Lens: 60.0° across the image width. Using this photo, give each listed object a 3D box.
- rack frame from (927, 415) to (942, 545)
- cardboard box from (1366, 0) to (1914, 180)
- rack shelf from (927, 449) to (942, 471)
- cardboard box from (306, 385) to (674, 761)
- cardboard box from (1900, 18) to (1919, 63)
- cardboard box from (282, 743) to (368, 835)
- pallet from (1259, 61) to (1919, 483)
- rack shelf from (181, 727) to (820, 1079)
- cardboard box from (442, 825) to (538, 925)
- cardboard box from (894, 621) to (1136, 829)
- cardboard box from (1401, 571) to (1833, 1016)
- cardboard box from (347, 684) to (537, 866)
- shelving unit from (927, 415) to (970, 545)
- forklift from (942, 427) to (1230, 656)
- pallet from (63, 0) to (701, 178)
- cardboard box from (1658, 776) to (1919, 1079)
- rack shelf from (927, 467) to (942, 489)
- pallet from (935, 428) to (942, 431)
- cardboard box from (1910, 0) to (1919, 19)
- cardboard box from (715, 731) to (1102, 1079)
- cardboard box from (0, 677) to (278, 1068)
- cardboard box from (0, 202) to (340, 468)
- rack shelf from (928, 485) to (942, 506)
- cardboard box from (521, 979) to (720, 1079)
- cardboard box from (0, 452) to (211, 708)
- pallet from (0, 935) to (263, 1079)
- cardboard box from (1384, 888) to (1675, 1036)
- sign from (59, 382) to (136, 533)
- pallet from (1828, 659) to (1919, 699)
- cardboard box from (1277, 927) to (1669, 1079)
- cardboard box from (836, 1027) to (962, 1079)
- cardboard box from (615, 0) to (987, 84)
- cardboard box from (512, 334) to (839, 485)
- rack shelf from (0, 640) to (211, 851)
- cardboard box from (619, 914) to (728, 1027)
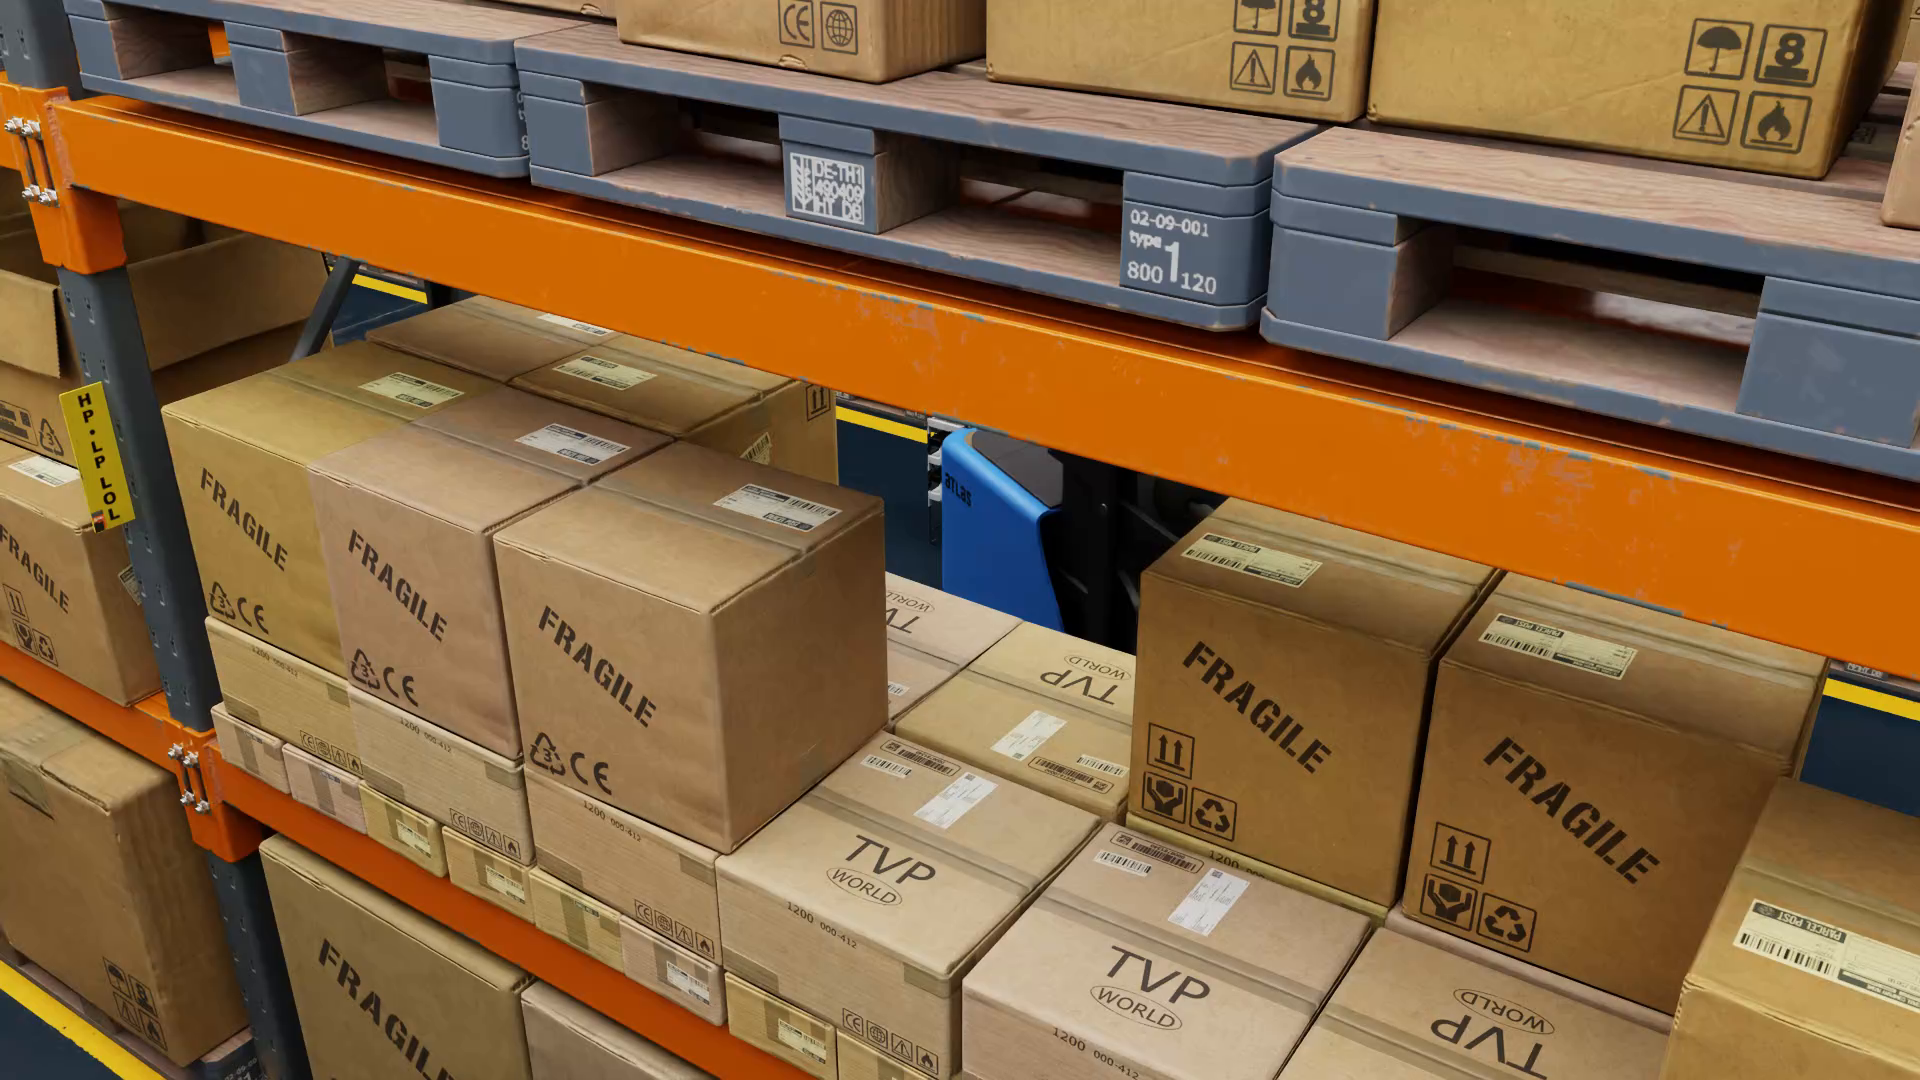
[{"bbox_3d":[-0.077,-0.425,7.593,0.006,0.900,0.240,17,32,30],"label":"rack frame"},{"bbox_3d":[0.878,-0.791,2.007,0.500,0.500,0.700,16,31,29],"label":"cardboard box"},{"bbox_3d":[0.007,-0.369,7.557,0.200,0.077,0.258,17,32,30],"label":"rack shelf"},{"bbox_3d":[-0.913,0.046,3.363,0.500,0.500,0.500,17,32,30],"label":"cardboard box"},{"bbox_3d":[5.983,-2.898,10.026,0.500,0.500,0.500,18,32,31],"label":"cardboard box"},{"bbox_3d":[-1.293,0.478,3.781,0.250,0.149,0.380,16,31,29],"label":"cardboard box"},{"bbox_3d":[1.115,-0.359,1.939,1.213,0.211,1.003,17,32,30],"label":"pallet"},{"bbox_3d":[0.084,0.932,3.405,4.000,0.370,1.077,17,32,30],"label":"rack shelf"},{"bbox_3d":[-0.857,0.612,3.517,0.250,0.149,0.380,16,31,29],"label":"cardboard box"},{"bbox_3d":[0.212,0.442,3.412,0.500,0.250,0.500,17,31,29],"label":"cardboard box"},{"bbox_3d":[1.078,0.372,2.722,0.500,0.500,0.500,16,31,29],"label":"cardboard box"},{"bbox_3d":[-0.919,0.380,3.533,0.500,0.250,0.500,17,32,30],"label":"cardboard box"},{"bbox_3d":[0.007,-0.399,7.542,0.210,0.900,0.258,17,32,30],"label":"shelving unit"},{"bbox_3d":[1.025,-0.254,5.017,1.130,2.935,3.031,-13,30,-23],"label":"forklift"},{"bbox_3d":[-0.896,-0.985,3.170,1.213,0.211,1.003,17,32,30],"label":"pallet"},{"bbox_3d":[1.182,0.698,2.081,0.500,0.500,0.500,18,32,31],"label":"cardboard box"},{"bbox_3d":[0.007,-0.289,7.598,0.200,0.077,0.258,17,32,30],"label":"rack shelf"},{"bbox_3d":[0.627,-0.725,8.942,1.213,0.211,1.003,17,32,30],"label":"pallet"},{"bbox_3d":[5.975,-3.340,9.793,0.500,0.500,0.500,18,32,32],"label":"cardboard box"},{"bbox_3d":[-0.086,0.641,3.021,0.500,0.250,0.500,17,32,30],"label":"cardboard box"},{"bbox_3d":[-2.103,0.701,4.945,0.875,0.875,1.225,17,32,30],"label":"cardboard box"},{"bbox_3d":[-2.096,-0.555,4.317,0.637,0.503,0.797,16,31,29],"label":"cardboard box"},{"bbox_3d":[0.007,-0.209,7.639,0.200,0.077,0.258,17,32,30],"label":"rack shelf"},{"bbox_3d":[-0.324,1.288,3.791,0.875,0.875,0.875,17,32,30],"label":"cardboard box"},{"bbox_3d":[-2.105,0.035,4.263,0.500,0.500,0.500,17,32,30],"label":"cardboard box"},{"bbox_3d":[-2.243,1.171,5.217,1.213,0.211,1.003,17,32,30],"label":"pallet"},{"bbox_3d":[1.058,0.704,2.897,0.500,0.250,0.500,17,31,30],"label":"cardboard box"},{"bbox_3d":[-1.864,-0.178,3.602,0.005,0.325,0.100,17,32,30],"label":"sign"},{"bbox_3d":[3.879,0.290,6.948,1.213,0.211,1.003,17,32,30],"label":"pallet"},{"bbox_3d":[0.765,0.904,2.505,0.500,0.250,0.500,17,31,29],"label":"cardboard box"},{"bbox_3d":[-0.007,0.876,2.998,0.250,0.149,0.380,18,32,31],"label":"cardboard box"},{"bbox_3d":[-0.094,-1.010,2.436,0.500,0.500,0.700,19,33,32],"label":"cardboard box"},{"bbox_3d":[-0.624,-0.154,3.756,0.500,0.500,0.500,18,32,31],"label":"cardboard box"},{"bbox_3d":[-3.213,-0.095,5.423,4.000,0.370,1.077,17,32,30],"label":"rack shelf"},{"bbox_3d":[-0.440,0.743,3.260,0.250,0.149,0.380,18,32,31],"label":"cardboard box"}]
